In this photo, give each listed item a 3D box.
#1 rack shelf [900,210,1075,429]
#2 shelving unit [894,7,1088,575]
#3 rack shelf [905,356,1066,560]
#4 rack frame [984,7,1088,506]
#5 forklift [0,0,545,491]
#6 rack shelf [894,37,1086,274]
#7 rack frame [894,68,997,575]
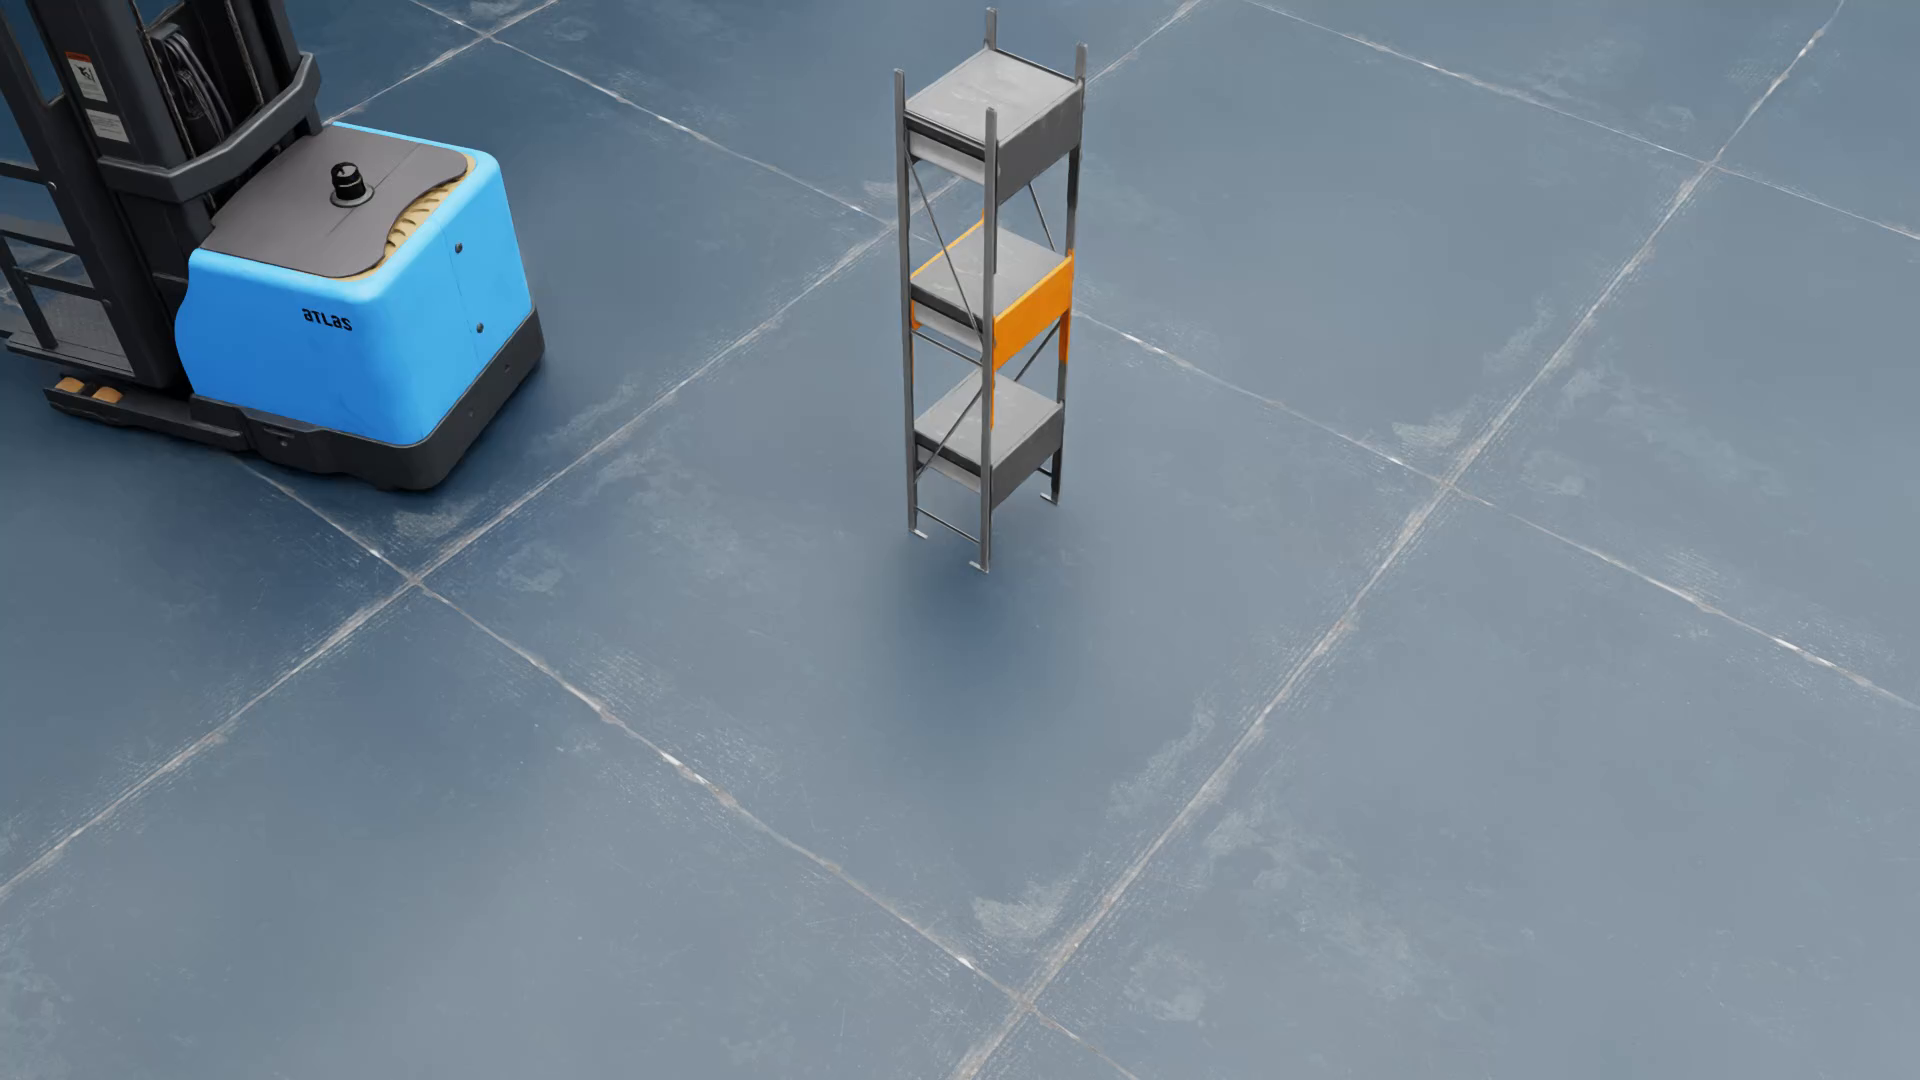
[{"bbox_3d":[0.101,-0.811,6.091,0.431,0.518,0.480,29,53,25],"label":"rack shelf"},{"bbox_3d":[0.101,-0.820,6.081,0.431,2.100,0.503,29,53,25],"label":"shelving unit"},{"bbox_3d":[0.101,-0.327,6.597,0.431,0.518,0.480,29,53,25],"label":"rack shelf"},{"bbox_3d":[0.250,-0.960,6.215,0.400,2.100,0.015,29,53,25],"label":"rack frame"},{"bbox_3d":[-3.437,-1.858,6.498,3.031,2.935,1.130,14,48,13],"label":"forklift"},{"bbox_3d":[0.101,-1.294,5.585,0.431,0.518,0.480,29,53,25],"label":"rack shelf"},{"bbox_3d":[-0.048,-0.680,5.948,0.400,2.100,0.015,29,53,25],"label":"rack frame"}]
